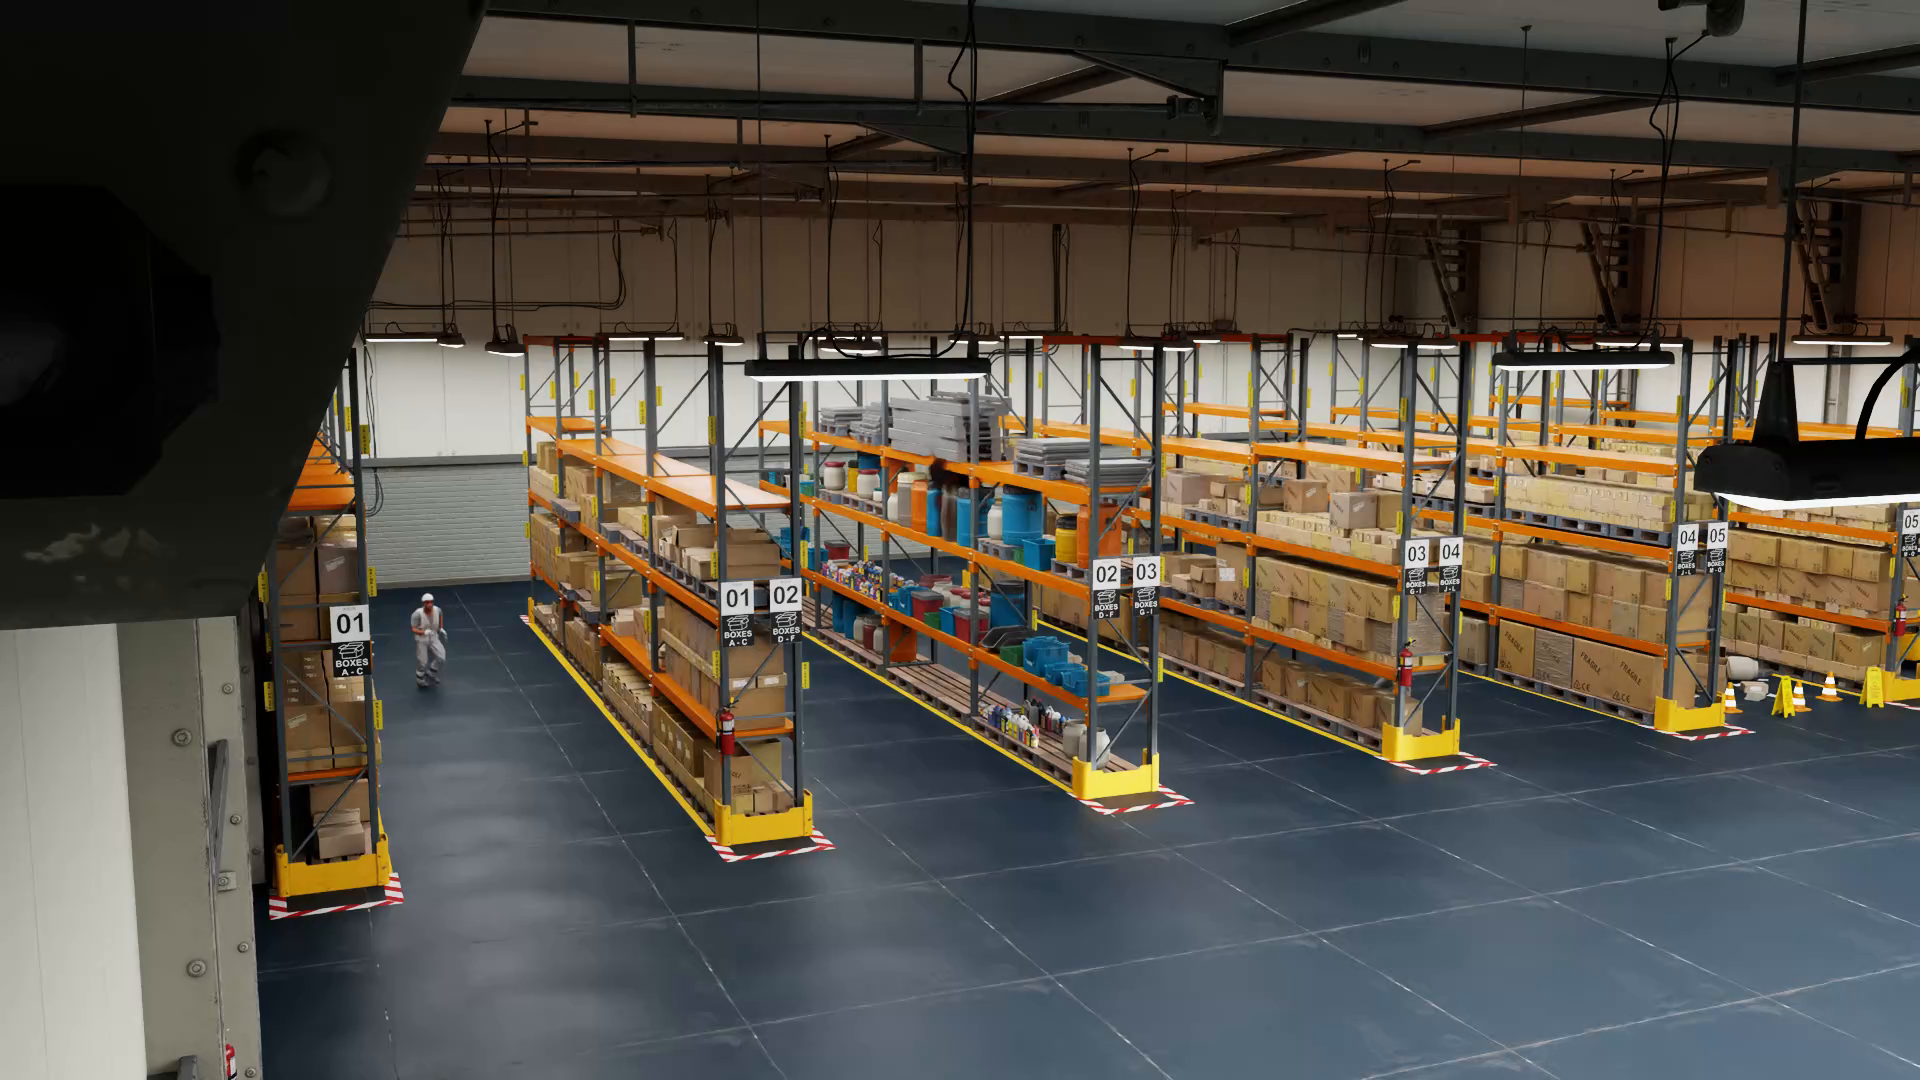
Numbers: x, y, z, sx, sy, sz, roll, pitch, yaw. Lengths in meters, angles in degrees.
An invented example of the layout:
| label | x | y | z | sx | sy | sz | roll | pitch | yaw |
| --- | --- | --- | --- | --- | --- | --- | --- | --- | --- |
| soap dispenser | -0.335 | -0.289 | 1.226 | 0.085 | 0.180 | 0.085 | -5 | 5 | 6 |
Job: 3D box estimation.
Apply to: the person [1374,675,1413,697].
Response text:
| label | x | y | z | sx | sy | sz | roll | pitch | yaw |
| --- | --- | --- | --- | --- | --- | --- | --- | --- | --- |
| person | 7.361 | 1.880 | 27.482 | 0.663 | 1.555 | 1.213 | -4 | 9 | -27 |

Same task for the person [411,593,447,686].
| label | x | y | z | sx | sy | sz | roll | pitch | yaw |
| --- | --- | --- | --- | --- | --- | --- | --- | --- | --- |
| person | -9.080 | 1.721 | 28.478 | 0.700 | 1.676 | 0.849 | -7 | 10 | -41 |

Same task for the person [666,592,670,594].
| label | x | y | z | sx | sy | sz | roll | pitch | yaw |
| --- | --- | --- | --- | --- | --- | --- | --- | --- | --- |
| person | -5.350 | 1.398 | 31.522 | 0.628 | 1.600 | 0.955 | -5 | 9 | -34 |
